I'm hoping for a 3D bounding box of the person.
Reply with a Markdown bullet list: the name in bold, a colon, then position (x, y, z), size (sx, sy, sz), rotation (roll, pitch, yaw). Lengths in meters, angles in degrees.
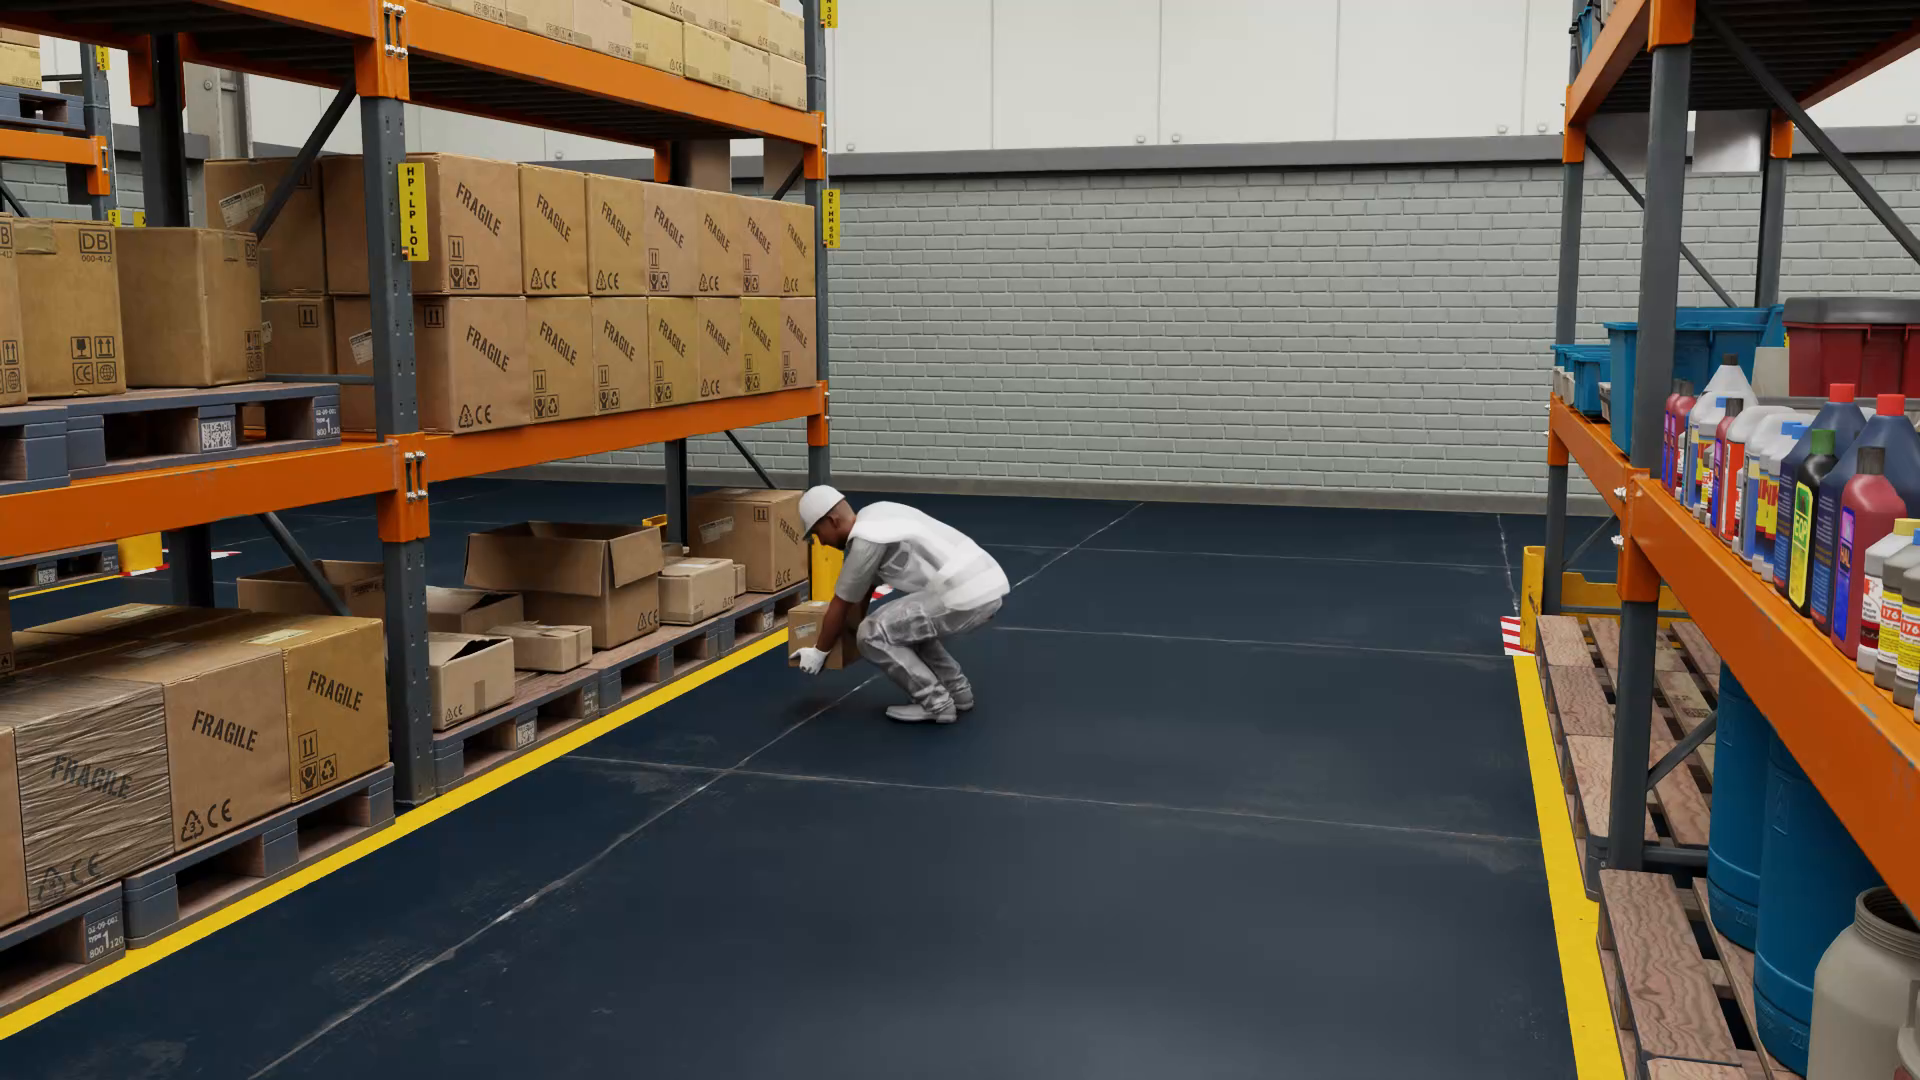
- **person**: position (-0.266, 0.266, 7.192), size (0.934, 0.998, 0.557), rotation (2, 9, 15)
